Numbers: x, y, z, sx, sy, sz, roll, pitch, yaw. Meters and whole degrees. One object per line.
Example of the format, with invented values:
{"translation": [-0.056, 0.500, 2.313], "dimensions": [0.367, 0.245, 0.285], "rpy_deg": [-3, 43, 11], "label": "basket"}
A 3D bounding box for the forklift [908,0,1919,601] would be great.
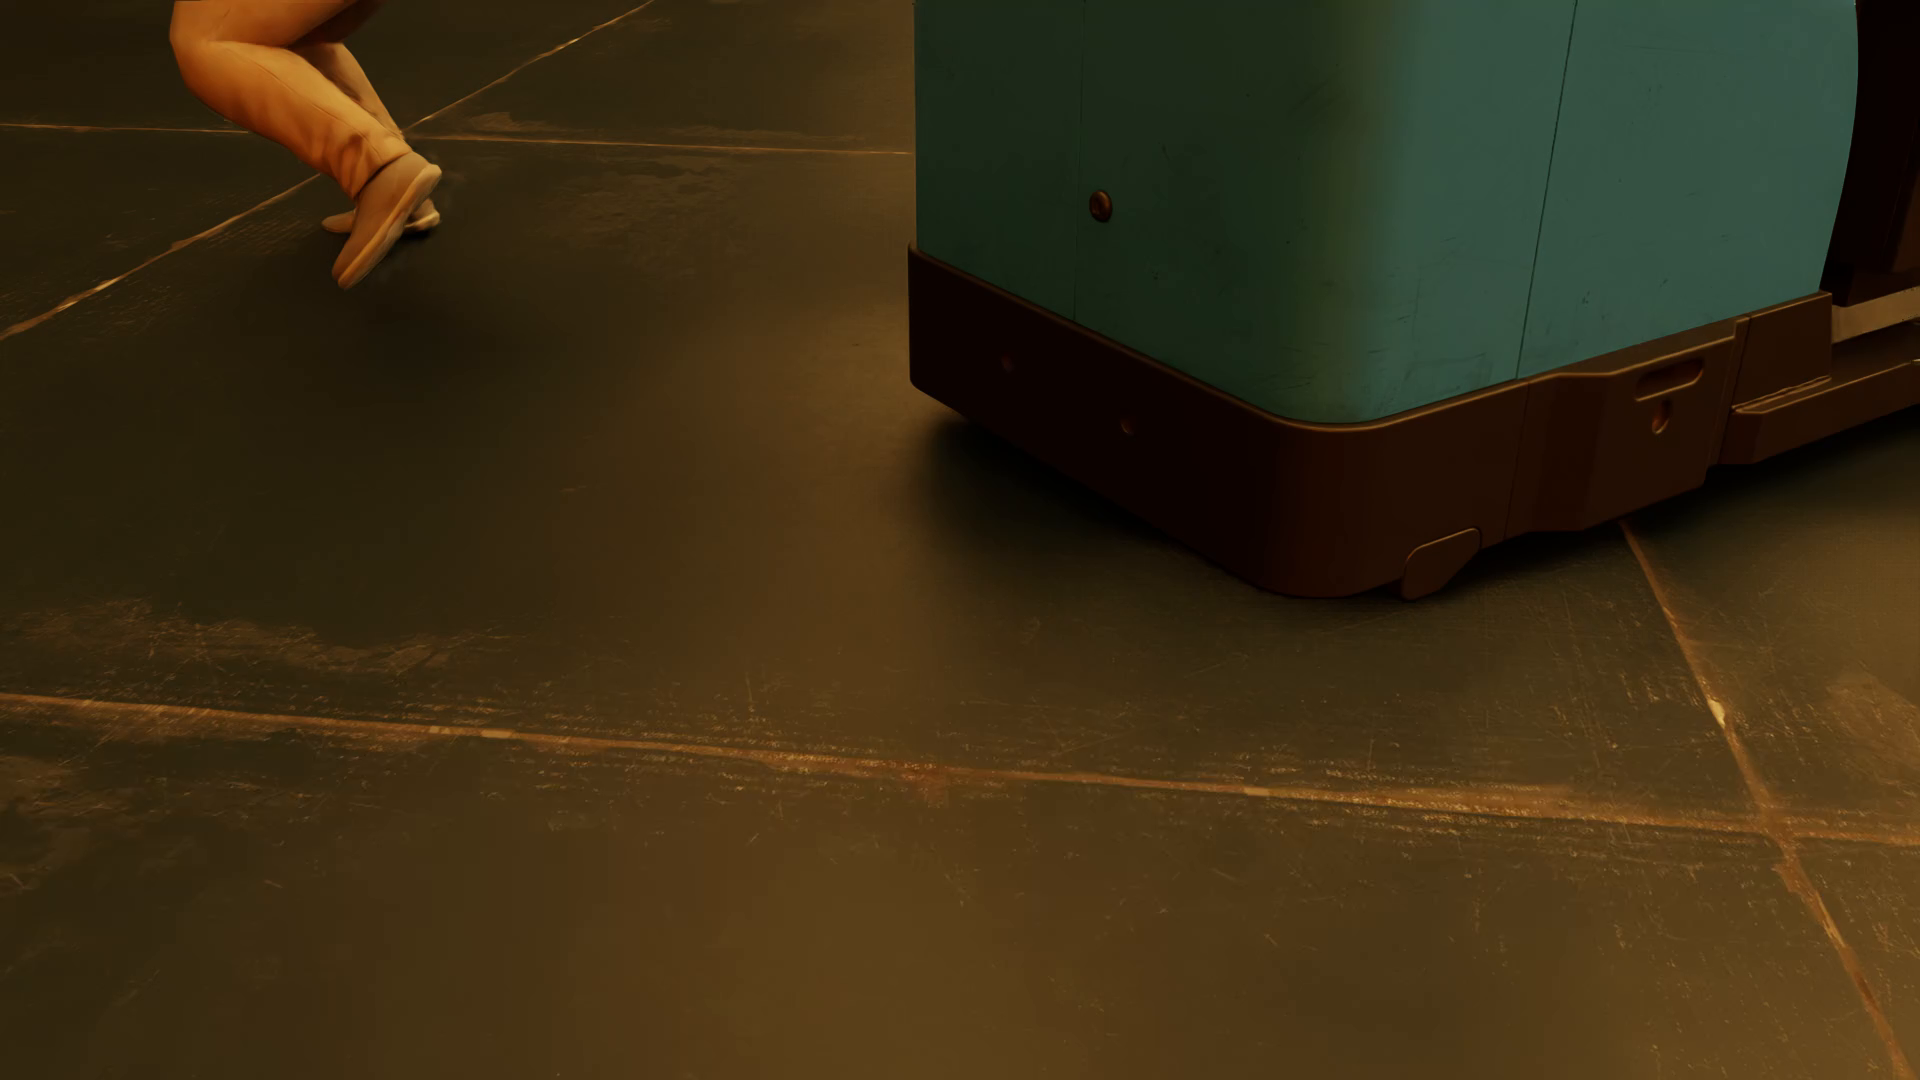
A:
{"translation": [1.427, -1.717, 2.658], "dimensions": [3.031, 2.935, 1.130], "rpy_deg": [-16, 31, -29], "label": "forklift"}

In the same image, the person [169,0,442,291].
{"translation": [-1.342, -1.348, 3.459], "dimensions": [0.516, 1.620, 0.997], "rpy_deg": [-2, 27, -5], "label": "person"}
